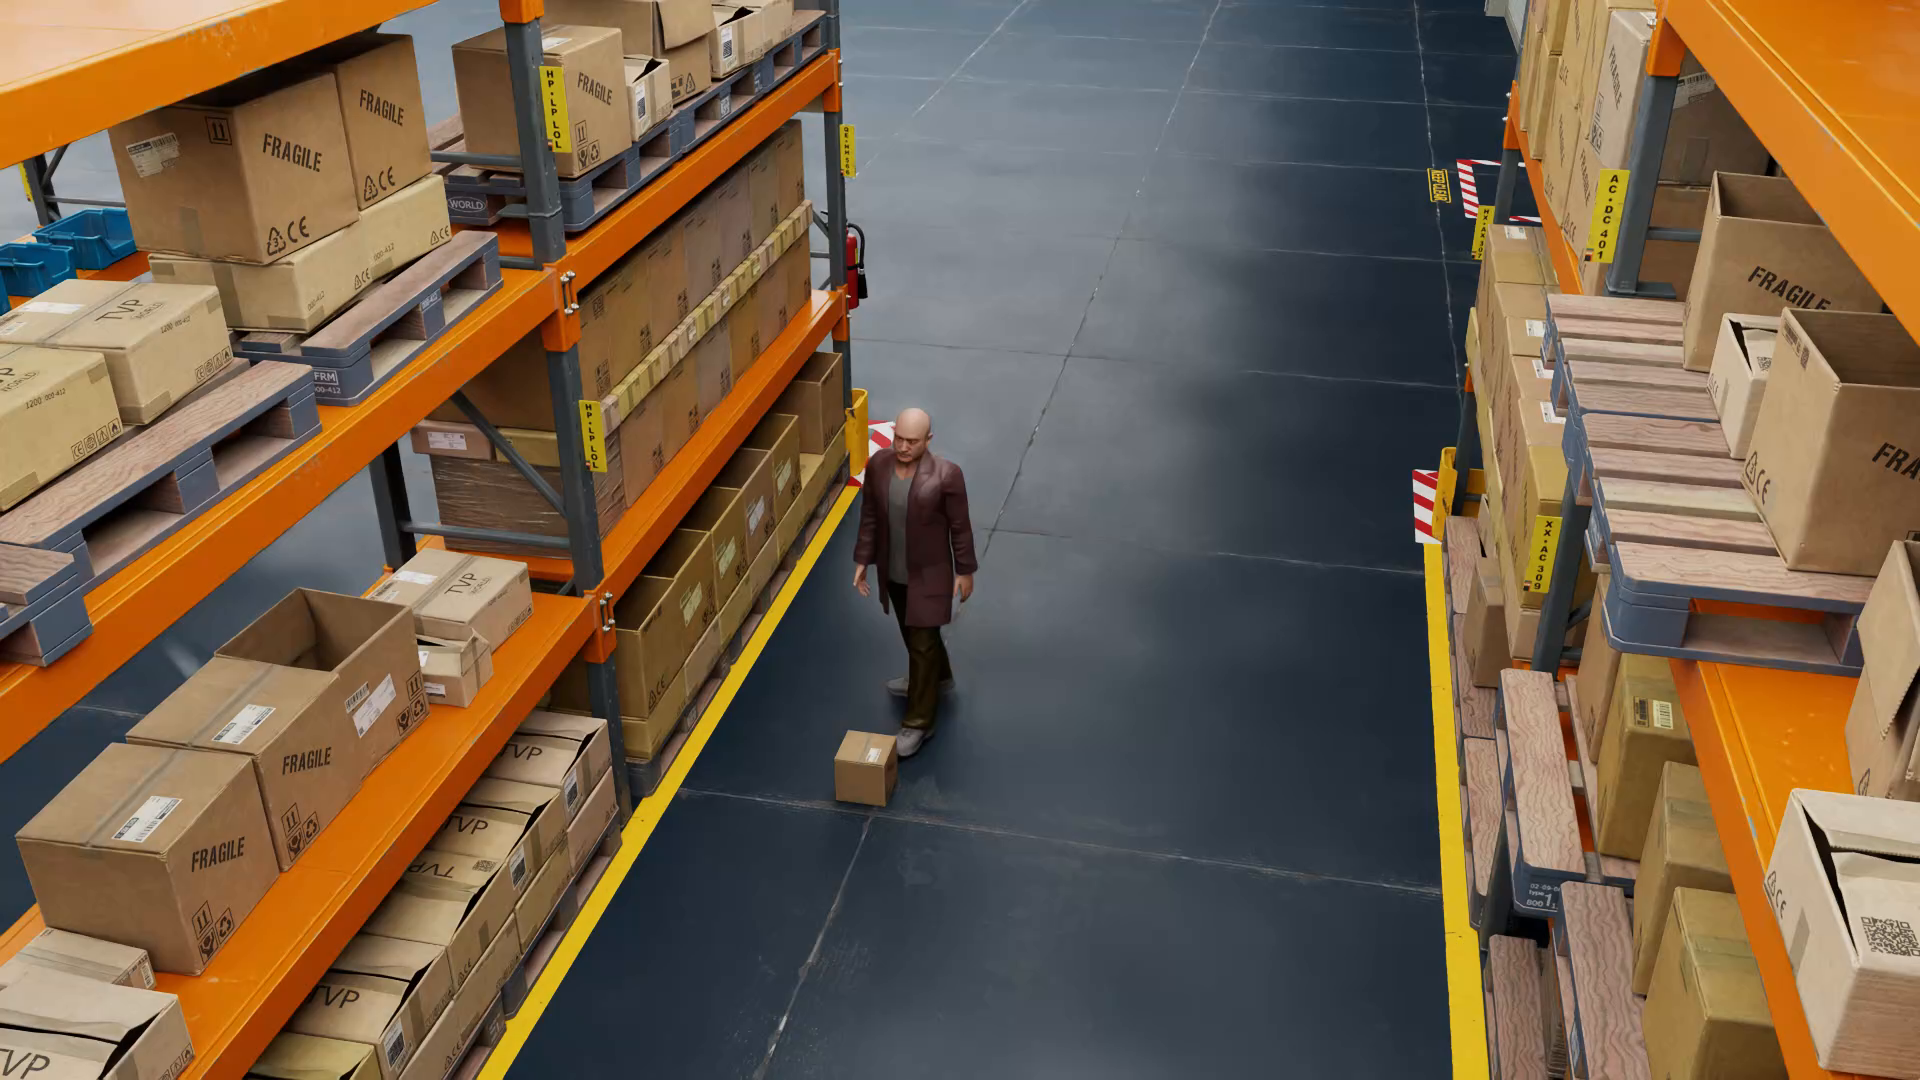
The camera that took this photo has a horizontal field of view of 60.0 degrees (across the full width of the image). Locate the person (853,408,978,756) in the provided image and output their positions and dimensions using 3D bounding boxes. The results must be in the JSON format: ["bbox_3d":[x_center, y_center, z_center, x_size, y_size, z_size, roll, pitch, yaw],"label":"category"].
[{"bbox_3d":[-0.258,0.160,8.325,0.586,1.772,0.732,18,33,30],"label":"person"}]
